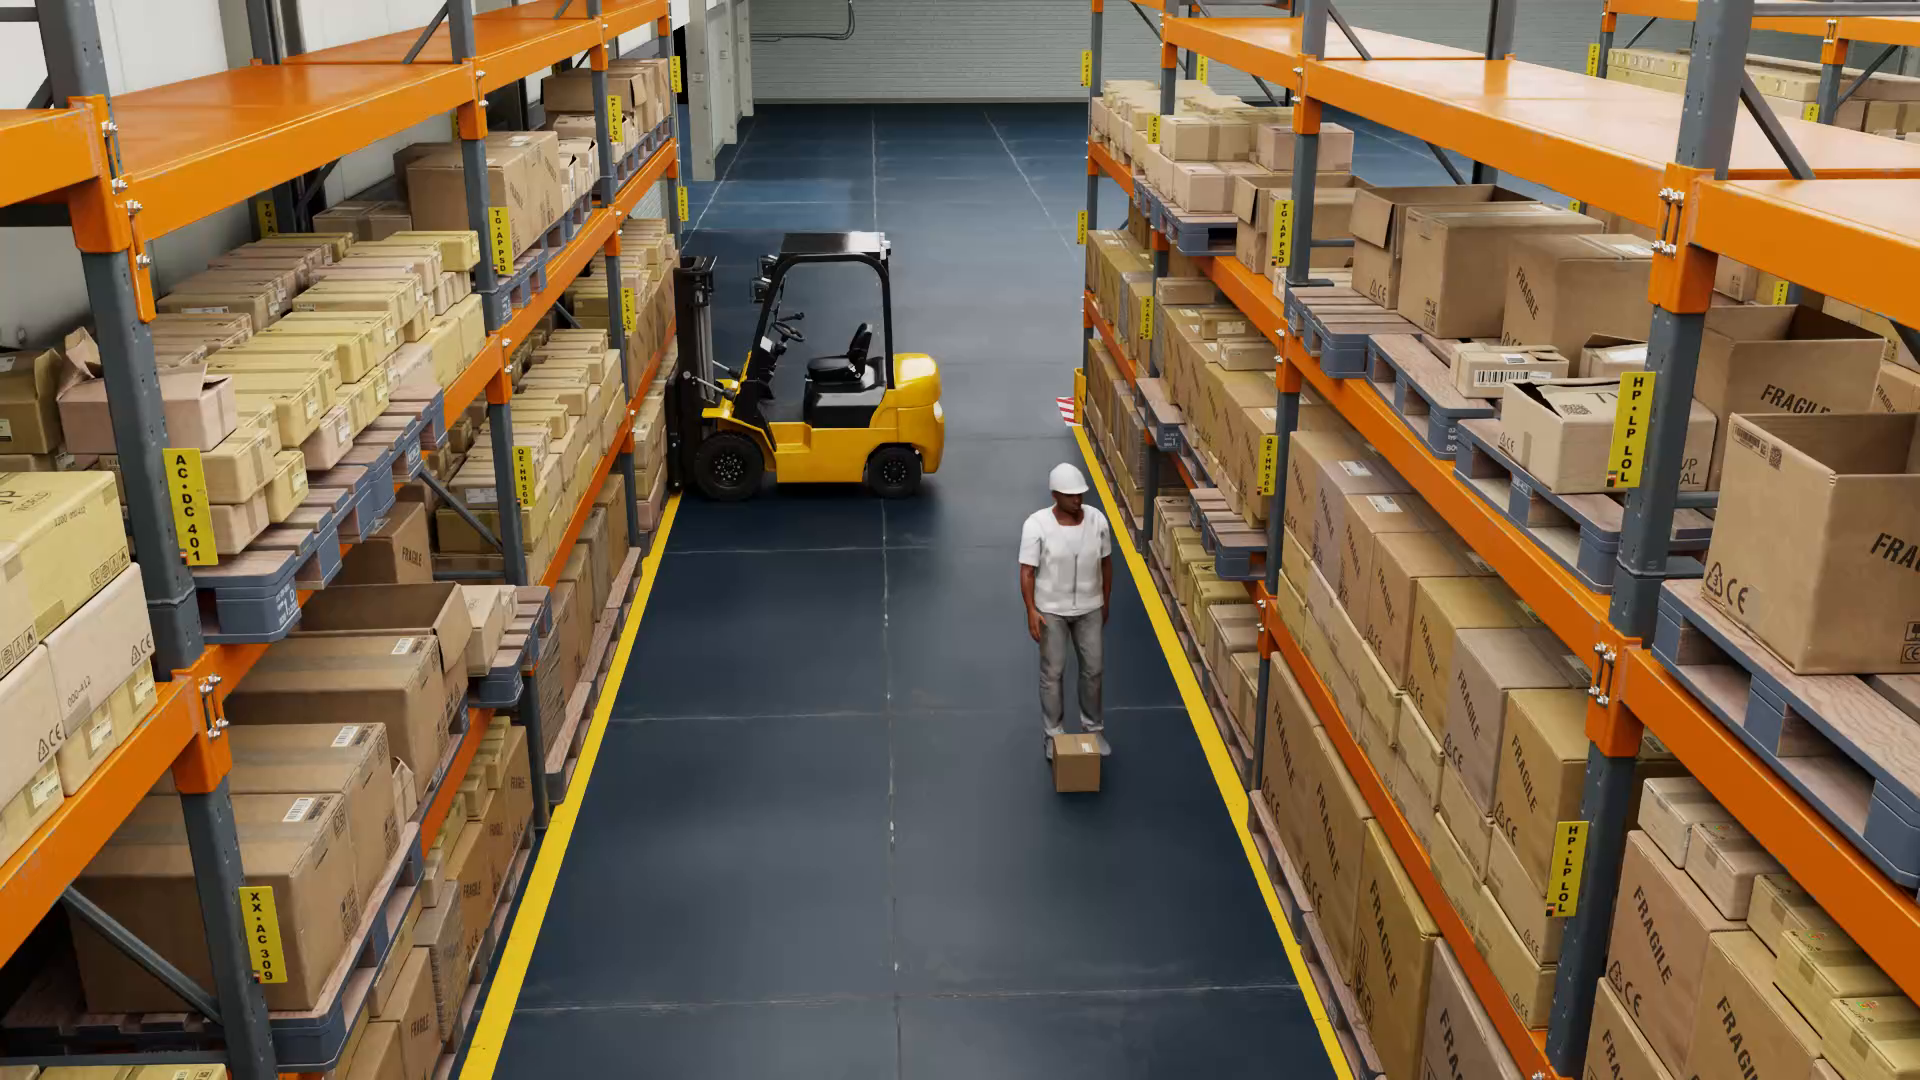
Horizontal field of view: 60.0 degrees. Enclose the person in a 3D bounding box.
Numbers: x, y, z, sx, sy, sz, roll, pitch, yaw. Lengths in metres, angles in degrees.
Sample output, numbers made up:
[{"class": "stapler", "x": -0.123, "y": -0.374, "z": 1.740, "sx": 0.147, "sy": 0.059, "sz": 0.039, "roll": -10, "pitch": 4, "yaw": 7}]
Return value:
[{"class": "person", "x": 0.649, "y": 0.450, "z": 9.849, "sx": 0.591, "sy": 1.824, "sz": 0.511, "roll": -4, "pitch": 21, "yaw": -11}]
